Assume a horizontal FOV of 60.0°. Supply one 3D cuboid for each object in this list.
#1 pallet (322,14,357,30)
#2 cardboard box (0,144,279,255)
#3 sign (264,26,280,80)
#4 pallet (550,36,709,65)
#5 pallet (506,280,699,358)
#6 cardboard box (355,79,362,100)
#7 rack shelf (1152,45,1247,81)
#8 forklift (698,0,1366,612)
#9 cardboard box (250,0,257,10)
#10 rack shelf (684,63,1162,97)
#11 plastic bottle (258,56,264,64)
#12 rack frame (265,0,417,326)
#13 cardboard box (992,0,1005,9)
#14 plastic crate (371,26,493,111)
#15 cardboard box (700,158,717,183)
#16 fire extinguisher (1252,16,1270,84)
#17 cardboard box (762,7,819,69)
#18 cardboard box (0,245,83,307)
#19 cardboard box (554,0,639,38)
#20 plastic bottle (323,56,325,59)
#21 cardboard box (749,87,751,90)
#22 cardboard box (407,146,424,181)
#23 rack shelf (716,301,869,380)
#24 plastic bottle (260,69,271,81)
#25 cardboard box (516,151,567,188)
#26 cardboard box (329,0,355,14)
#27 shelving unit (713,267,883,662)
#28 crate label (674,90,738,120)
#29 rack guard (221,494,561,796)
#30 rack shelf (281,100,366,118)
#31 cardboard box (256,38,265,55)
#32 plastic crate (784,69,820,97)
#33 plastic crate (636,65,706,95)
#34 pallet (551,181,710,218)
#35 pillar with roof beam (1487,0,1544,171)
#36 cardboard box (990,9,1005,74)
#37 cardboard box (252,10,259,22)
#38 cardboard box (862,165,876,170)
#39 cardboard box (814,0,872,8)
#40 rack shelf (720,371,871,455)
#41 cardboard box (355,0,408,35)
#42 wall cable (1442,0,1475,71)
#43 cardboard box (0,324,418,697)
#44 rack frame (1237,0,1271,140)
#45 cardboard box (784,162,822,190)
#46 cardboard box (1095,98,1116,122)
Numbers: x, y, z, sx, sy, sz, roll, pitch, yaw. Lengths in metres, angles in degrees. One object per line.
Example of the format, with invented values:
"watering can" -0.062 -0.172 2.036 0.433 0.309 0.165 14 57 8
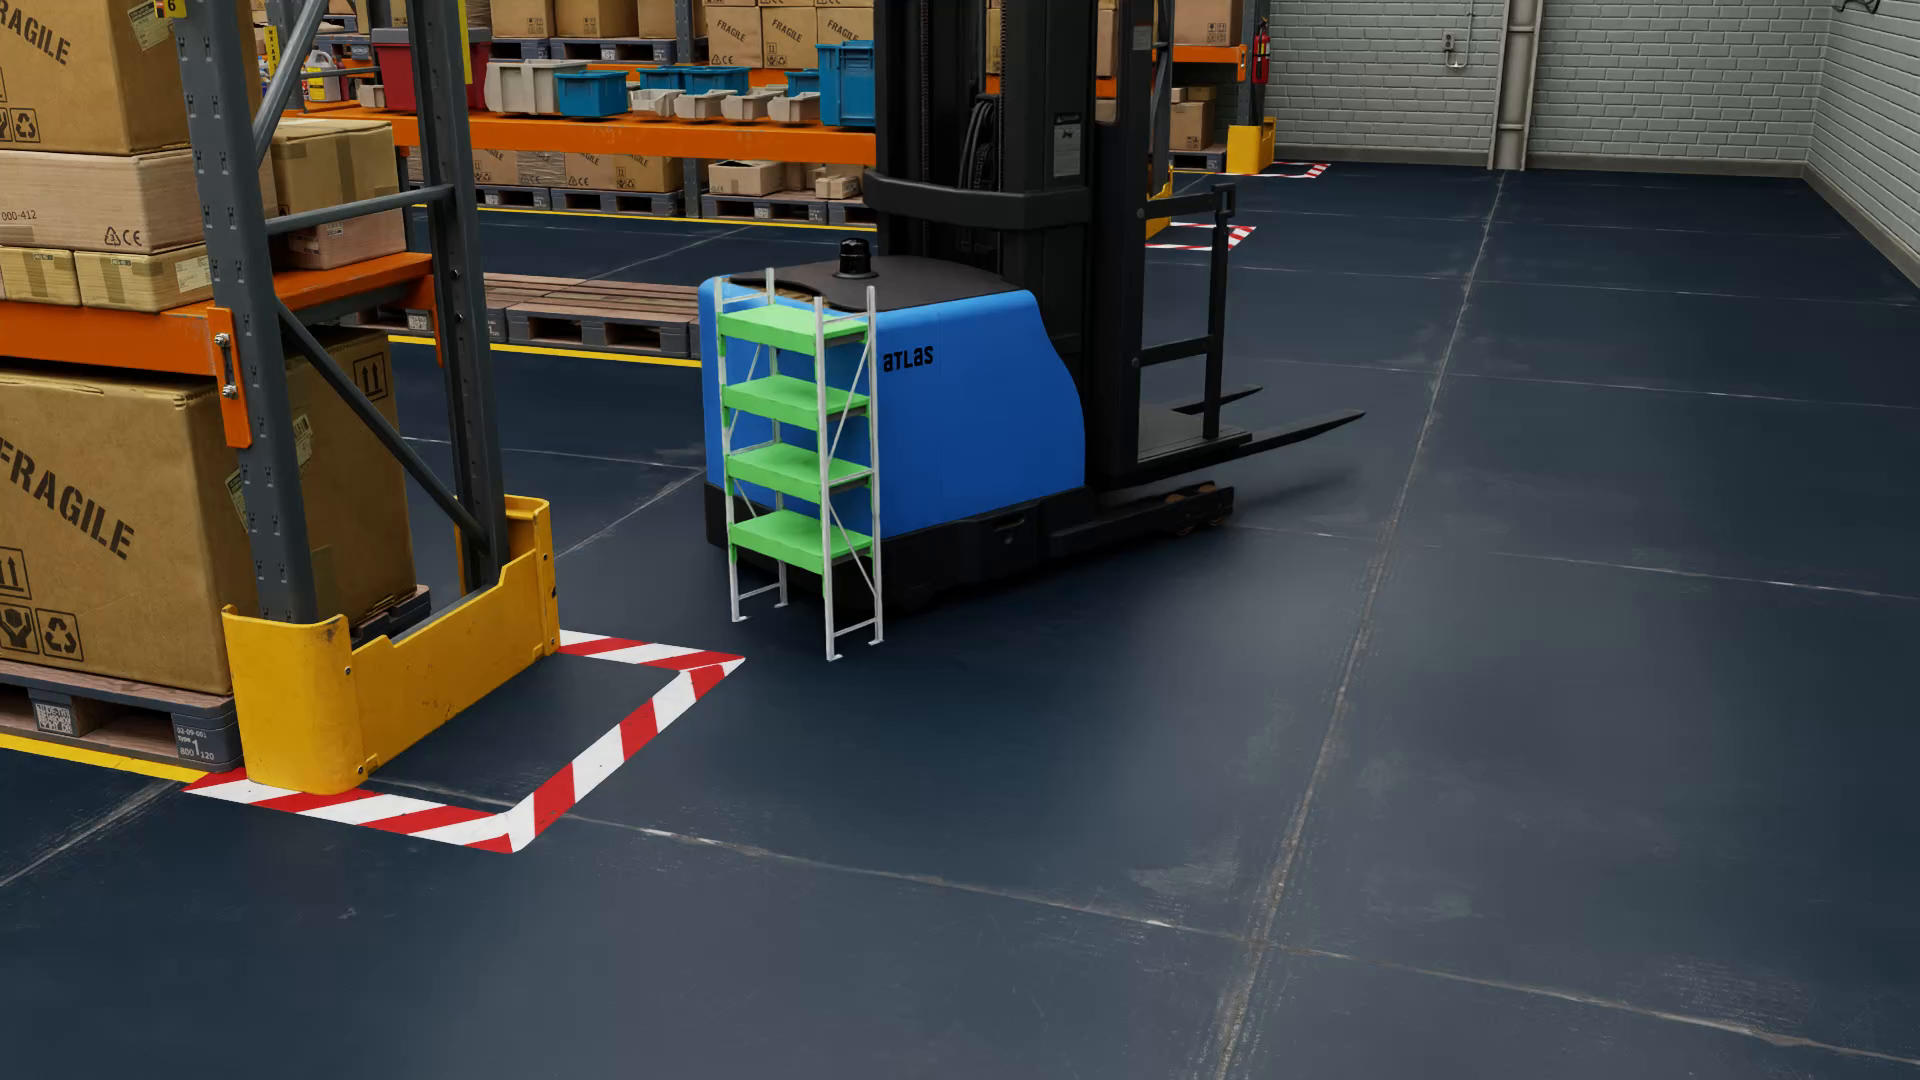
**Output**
"pallet" -7.477 -6.610 21.273 1.213 0.211 1.003 7 20 18
"cardboard box" -2.237 -0.951 4.524 0.500 0.250 0.500 6 20 17
"sign" -4.027 -2.844 9.756 0.005 0.325 0.100 7 20 18
"pallet" -2.935 -4.453 15.086 1.213 0.211 1.003 7 20 18
"pallet" -1.982 -1.368 10.181 1.213 0.211 1.003 7 20 18
"cardboard box" -7.450 -5.781 21.734 0.500 0.500 0.700 7 20 20
"rack shelf" 1.295 -5.408 18.627 4.000 0.370 1.077 7 20 18
"forklift" 0.480 -1.518 6.478 3.031 2.935 1.130 -16 25 -38
"cardboard box" -9.172 -7.128 21.526 0.500 0.500 0.500 6 20 18
"rack shelf" -0.327 -3.868 14.208 4.000 0.370 1.077 7 20 18
"plastic bottle" -4.604 -3.052 10.970 0.097 0.271 0.097 0 19 0
"rack frame" -3.845 -2.884 10.292 0.127 3.000 1.000 7 20 18
"cardboard box" 0.574 -4.528 13.337 0.500 0.500 0.500 7 20 20
"plastic crate" -3.084 -2.768 9.771 0.583 0.464 0.402 7 20 18
"cardboard box" -2.593 -3.579 15.415 0.500 0.500 0.500 6 20 16
"fire extinguisher" 3.176 -5.160 17.505 0.183 0.674 0.296 7 20 18
"cardboard box" -1.339 -4.277 14.136 0.500 0.500 0.500 7 20 19
"cardboard box" -2.383 -0.757 4.571 0.250 0.149 0.380 7 20 19
"cardboard box" -3.261 -4.844 15.126 0.500 0.500 0.700 10 22 27
"plastic bottle" -4.178 -3.015 10.847 0.133 0.283 0.061 7 20 18
"cardboard box" -2.091 -5.272 19.772 0.750 0.750 0.750 7 20 20
"cardboard box" -5.162 -3.690 15.734 0.500 0.500 0.500 6 20 16
"rack shelf" -0.530 -0.646 5.339 0.480 0.148 0.258 17 26 41
"plastic bottle" -4.526 -2.957 10.804 0.097 0.201 0.097 0 19 0
"cardboard box" -3.714 -3.525 15.262 0.500 0.500 0.500 7 20 19
"cardboard box" -7.681 -7.018 21.331 0.500 0.500 0.700 7 20 18
"shelving unit" -0.528 -0.254 5.478 0.503 1.200 0.258 17 26 41
"crate label" -1.437 -2.446 9.344 0.243 0.136 0.396 7 20 18
"rack guard" -1.669 0.271 5.038 0.348 0.500 1.175 7 20 18
"rack shelf" -5.734 -2.760 11.030 4.000 0.370 1.077 7 20 18
"cardboard box" -6.935 -4.748 16.022 0.250 0.149 0.380 7 20 18
"plastic crate" -0.814 -2.601 9.644 0.300 0.233 0.416 7 20 18
"plastic crate" -1.719 -2.705 9.941 0.300 0.233 0.416 7 20 18
"pallet" -2.997 -3.183 15.386 1.213 0.211 1.003 7 20 18
"pillar with roof beam" 4.606 -7.004 12.997 0.400 9.000 9.100 7 20 18
"cardboard box" 0.559 -4.057 13.507 0.500 0.500 0.500 7 20 19
"cardboard box" -9.166 -6.780 21.667 0.500 0.250 0.500 7 20 18
"cardboard box" -0.440 -3.251 14.470 0.637 0.503 0.797 7 20 18
"cardboard box" -0.890 -4.693 13.812 0.500 0.500 0.500 6 20 16
"rack shelf" -0.528 -0.420 5.419 0.480 0.148 0.258 17 26 41
"cardboard box" -5.363 -5.068 15.768 0.500 0.500 0.700 0 19 0
"wall cable" 4.704 -6.168 18.169 1.851 1.984 0.084 7 20 18
"cardboard box" -2.323 -0.151 5.042 0.875 0.875 0.875 7 20 18
"rack frame" 3.184 -5.532 17.889 0.127 3.000 1.000 7 20 18
"cardboard box" -1.585 -3.477 15.125 0.500 0.500 0.500 7 20 18
"cardboard box" 1.542 -4.703 18.670 0.500 0.500 0.700 6 20 16
